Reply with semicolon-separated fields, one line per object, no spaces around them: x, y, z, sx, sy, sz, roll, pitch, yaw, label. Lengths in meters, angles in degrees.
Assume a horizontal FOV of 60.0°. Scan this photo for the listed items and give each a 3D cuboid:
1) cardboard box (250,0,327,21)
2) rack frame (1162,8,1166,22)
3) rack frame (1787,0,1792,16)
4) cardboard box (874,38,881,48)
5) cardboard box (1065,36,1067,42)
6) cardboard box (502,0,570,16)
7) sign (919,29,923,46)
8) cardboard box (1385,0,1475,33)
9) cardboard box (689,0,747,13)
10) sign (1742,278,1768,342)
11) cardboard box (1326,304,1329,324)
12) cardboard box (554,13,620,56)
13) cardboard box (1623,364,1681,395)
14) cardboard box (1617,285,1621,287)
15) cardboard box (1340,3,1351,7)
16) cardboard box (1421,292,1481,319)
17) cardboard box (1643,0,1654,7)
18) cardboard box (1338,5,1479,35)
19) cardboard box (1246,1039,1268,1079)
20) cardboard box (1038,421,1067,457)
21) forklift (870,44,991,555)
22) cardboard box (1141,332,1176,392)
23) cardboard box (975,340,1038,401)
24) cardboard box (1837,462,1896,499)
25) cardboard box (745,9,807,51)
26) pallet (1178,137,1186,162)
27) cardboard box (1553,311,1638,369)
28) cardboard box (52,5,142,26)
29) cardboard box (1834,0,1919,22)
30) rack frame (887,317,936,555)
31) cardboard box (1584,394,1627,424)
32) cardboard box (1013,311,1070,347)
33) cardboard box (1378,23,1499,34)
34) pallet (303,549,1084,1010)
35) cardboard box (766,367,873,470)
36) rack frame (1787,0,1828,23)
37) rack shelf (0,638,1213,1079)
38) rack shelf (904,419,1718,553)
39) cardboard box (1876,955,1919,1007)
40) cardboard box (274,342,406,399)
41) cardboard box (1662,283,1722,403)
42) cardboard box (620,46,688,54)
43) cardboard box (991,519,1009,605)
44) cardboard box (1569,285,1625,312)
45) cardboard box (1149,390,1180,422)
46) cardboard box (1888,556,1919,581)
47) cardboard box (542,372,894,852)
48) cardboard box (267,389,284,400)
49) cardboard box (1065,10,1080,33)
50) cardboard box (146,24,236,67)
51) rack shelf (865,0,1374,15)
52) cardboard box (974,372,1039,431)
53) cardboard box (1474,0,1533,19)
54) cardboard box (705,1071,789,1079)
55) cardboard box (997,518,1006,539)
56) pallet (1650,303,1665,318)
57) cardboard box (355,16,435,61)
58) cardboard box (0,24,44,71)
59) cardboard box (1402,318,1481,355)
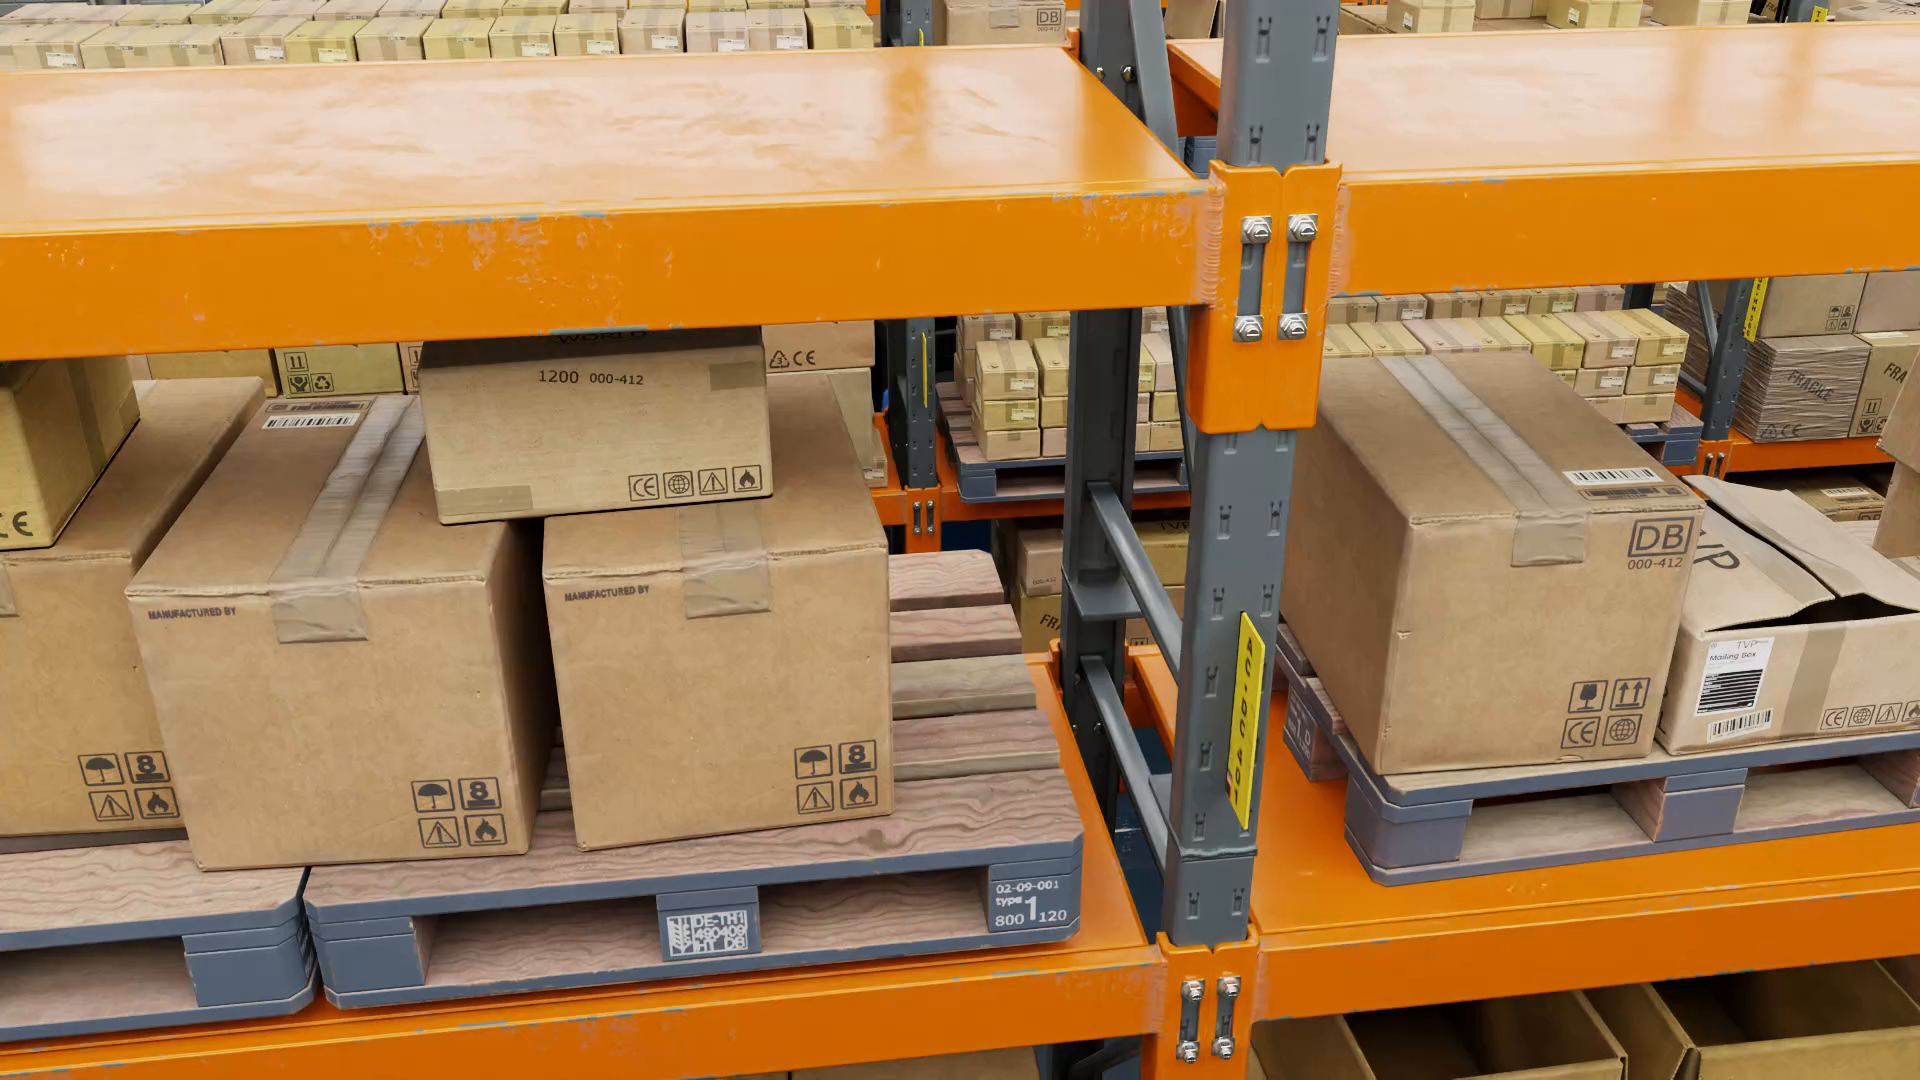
-2.898;-2.236;7.216;0.250;0.149;0.380;-4;27;-8;cardboard box
2.233;-5.355;17.402;0.127;3.000;1.000;-4;27;-7;rack frame
6.889;-3.366;13.525;0.127;3.000;1.000;-4;27;-7;rack frame
-0.625;-3.489;12.559;0.500;0.500;0.500;-3;27;-5;cardboard box
0.658;-2.069;7.348;0.500;0.311;0.500;-4;27;-8;cardboard box
-1.873;-2.323;7.385;0.250;0.149;0.380;-2;27;-5;cardboard box
-0.160;-1.946;6.905;0.005;0.325;0.100;-4;27;-7;sign
2.083;-2.366;7.341;0.258;0.266;0.396;-4;27;-7;cardboard box
-1.080;-2.341;7.421;0.250;0.149;0.380;-4;27;-8;cardboard box
3.803;-1.116;7.957;0.005;0.325;0.100;-4;27;-7;sign
1.684;-1.180;8.427;0.250;0.149;0.380;-4;27;-8;cardboard box
-1.546;-2.080;6.913;0.250;0.149;0.380;-5;28;-9;cardboard box
3.292;-0.851;8.111;0.250;0.149;0.380;-3;27;-6;cardboard box
4.970;-2.257;13.782;0.625;0.372;0.950;-3;27;-5;cardboard box
3.723;-5.485;17.272;0.500;0.250;0.500;-4;27;-8;cardboard box
2.462;-1.230;8.525;0.250;0.149;0.380;-5;28;-9;cardboard box
7.183;-5.605;17.779;0.500;0.500;0.500;-3;27;-6;cardboard box
2.127;-2.274;8.002;0.500;0.500;0.500;-4;27;-7;cardboard box
0.773;1.425;4.078;0.500;0.500;0.500;-4;27;-7;cardboard box
0.485;-0.539;7.829;0.250;0.149;0.380;-3;27;-6;cardboard box
-0.192;-1.622;10.200;1.130;2.935;3.031;-9;29;-17;forklift
0.988;-0.833;7.752;0.250;0.149;0.380;-4;27;-8;cardboard box
0.211;-0.783;7.654;0.250;0.149;0.380;-2;27;-4;cardboard box
5.199;-0.122;9.206;0.750;0.750;1.050;-3;27;-6;cardboard box
-0.776;-2.129;7.007;0.250;0.149;0.380;-3;27;-6;cardboard box
0.383;-1.868;7.525;1.003;0.211;1.213;-4;27;-7;pallet
3.047;-0.967;8.012;0.250;0.149;0.380;-4;27;-8;cardboard box
-3.661;-2.174;7.096;0.250;0.149;0.380;-3;27;-6;cardboard box
4.465;-2.353;7.793;0.500;0.311;0.500;-4;27;-7;cardboard box
-0.243;-0.626;8.184;0.127;3.000;1.000;-4;27;-7;rack frame
3.047;-0.701;8.146;0.250;0.149;0.380;-4;27;-7;cardboard box
0.393;-1.097;8.266;0.250;0.149;0.380;-4;28;-9;cardboard box
2.199;-2.041;7.546;0.500;0.500;0.500;-4;27;-7;cardboard box
-0.464;0.375;3.045;1.213;0.211;1.003;-4;27;-7;pallet
-0.683;-0.644;7.785;0.500;0.500;0.500;-4;27;-7;cardboard box
3.718;-3.550;7.311;0.127;3.000;1.000;-4;27;-7;rack frame
-1.633;0.735;3.034;4.000;0.370;1.077;-4;27;-7;rack shelf
1.737;-0.433;8.597;4.000;0.370;1.077;-4;27;-7;rack shelf
2.274;1.002;3.802;0.637;0.503;0.797;-3;27;-5;cardboard box
-2.706;-0.960;7.304;0.500;0.500;0.500;-4;27;-8;cardboard box
4.126;-1.075;8.950;0.500;0.500;0.500;-4;27;-7;cardboard box
-1.182;-1.944;7.084;0.500;0.250;0.500;-5;28;-9;cardboard box
0.455;0.138;8.973;0.500;0.500;0.500;-4;27;-8;cardboard box
3.229;-1.278;8.619;0.250;0.149;0.380;-4;27;-7;cardboard box
0.980;-0.701;7.821;0.250;0.149;0.380;-5;28;-9;cardboard box
1.843;0.186;3.131;0.250;0.149;0.380;-5;28;-9;cardboard box
-0.419;0.089;2.826;0.500;0.500;0.700;-5;28;-10;cardboard box
-3.195;-0.498;7.499;0.500;0.500;0.500;-4;27;-7;cardboard box
1.233;-5.262;16.924;0.500;0.250;0.500;-5;28;-10;cardboard box
-3.077;-1.964;6.687;0.250;0.149;0.380;-3;27;-6;cardboard box
0.948;-3.999;12.260;4.000;0.370;1.077;-4;27;-7;rack shelf
0.211;-0.651;7.722;0.250;0.149;0.380;-3;27;-6;cardboard box
2.521;-2.632;7.860;0.258;0.266;0.396;-4;27;-7;cardboard box
-0.567;1.403;3.246;0.500;0.500;0.500;-3;27;-7;cardboard box
0.459;-0.196;8.803;0.500;0.250;0.500;-4;27;-8;cardboard box
6.118;-2.075;14.064;1.213;0.211;1.003;-4;27;-7;pallet
-2.310;-2.042;6.839;0.250;0.149;0.380;-3;27;-5;cardboard box
-3.852;-1.957;6.672;0.250;0.149;0.380;-4;27;-8;cardboard box
2.284;-0.919;7.919;0.250;0.149;0.380;-4;27;-7;cardboard box
